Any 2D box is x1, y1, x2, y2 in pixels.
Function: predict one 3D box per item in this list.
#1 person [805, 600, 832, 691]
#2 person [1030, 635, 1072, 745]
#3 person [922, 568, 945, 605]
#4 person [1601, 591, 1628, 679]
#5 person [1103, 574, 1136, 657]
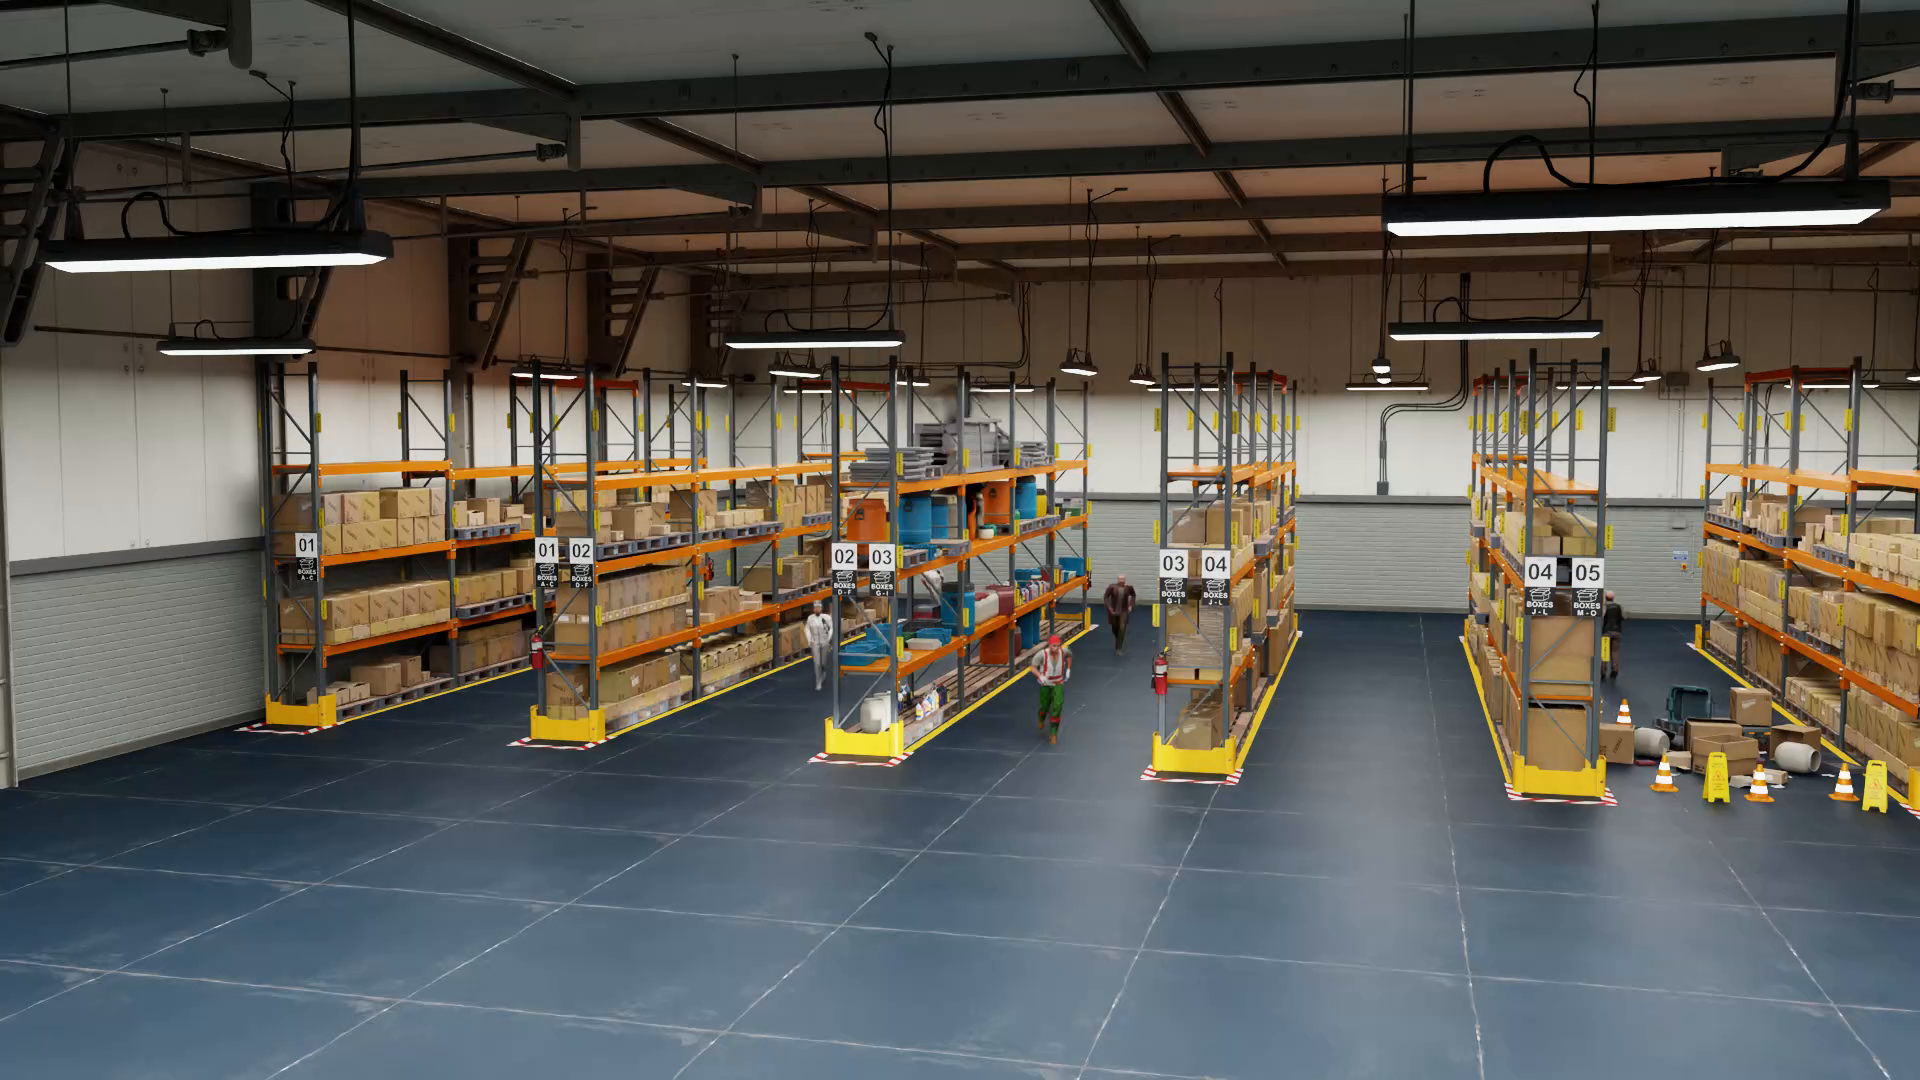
[{"bbox_3d":[-2.632,1.964,31.443,0.616,1.708,0.734,0,4,3],"label":"person"},{"bbox_3d":[1.407,2.318,26.317,0.673,1.729,1.061,-1,4,-13],"label":"person"},{"bbox_3d":[-0.653,1.249,41.990,0.653,1.605,0.801,-2,5,-28],"label":"person"},{"bbox_3d":[12.642,1.909,32.303,0.635,1.685,0.871,0,4,5],"label":"person"},{"bbox_3d":[3.474,1.700,36.188,0.715,1.590,1.089,0,4,6],"label":"person"}]
